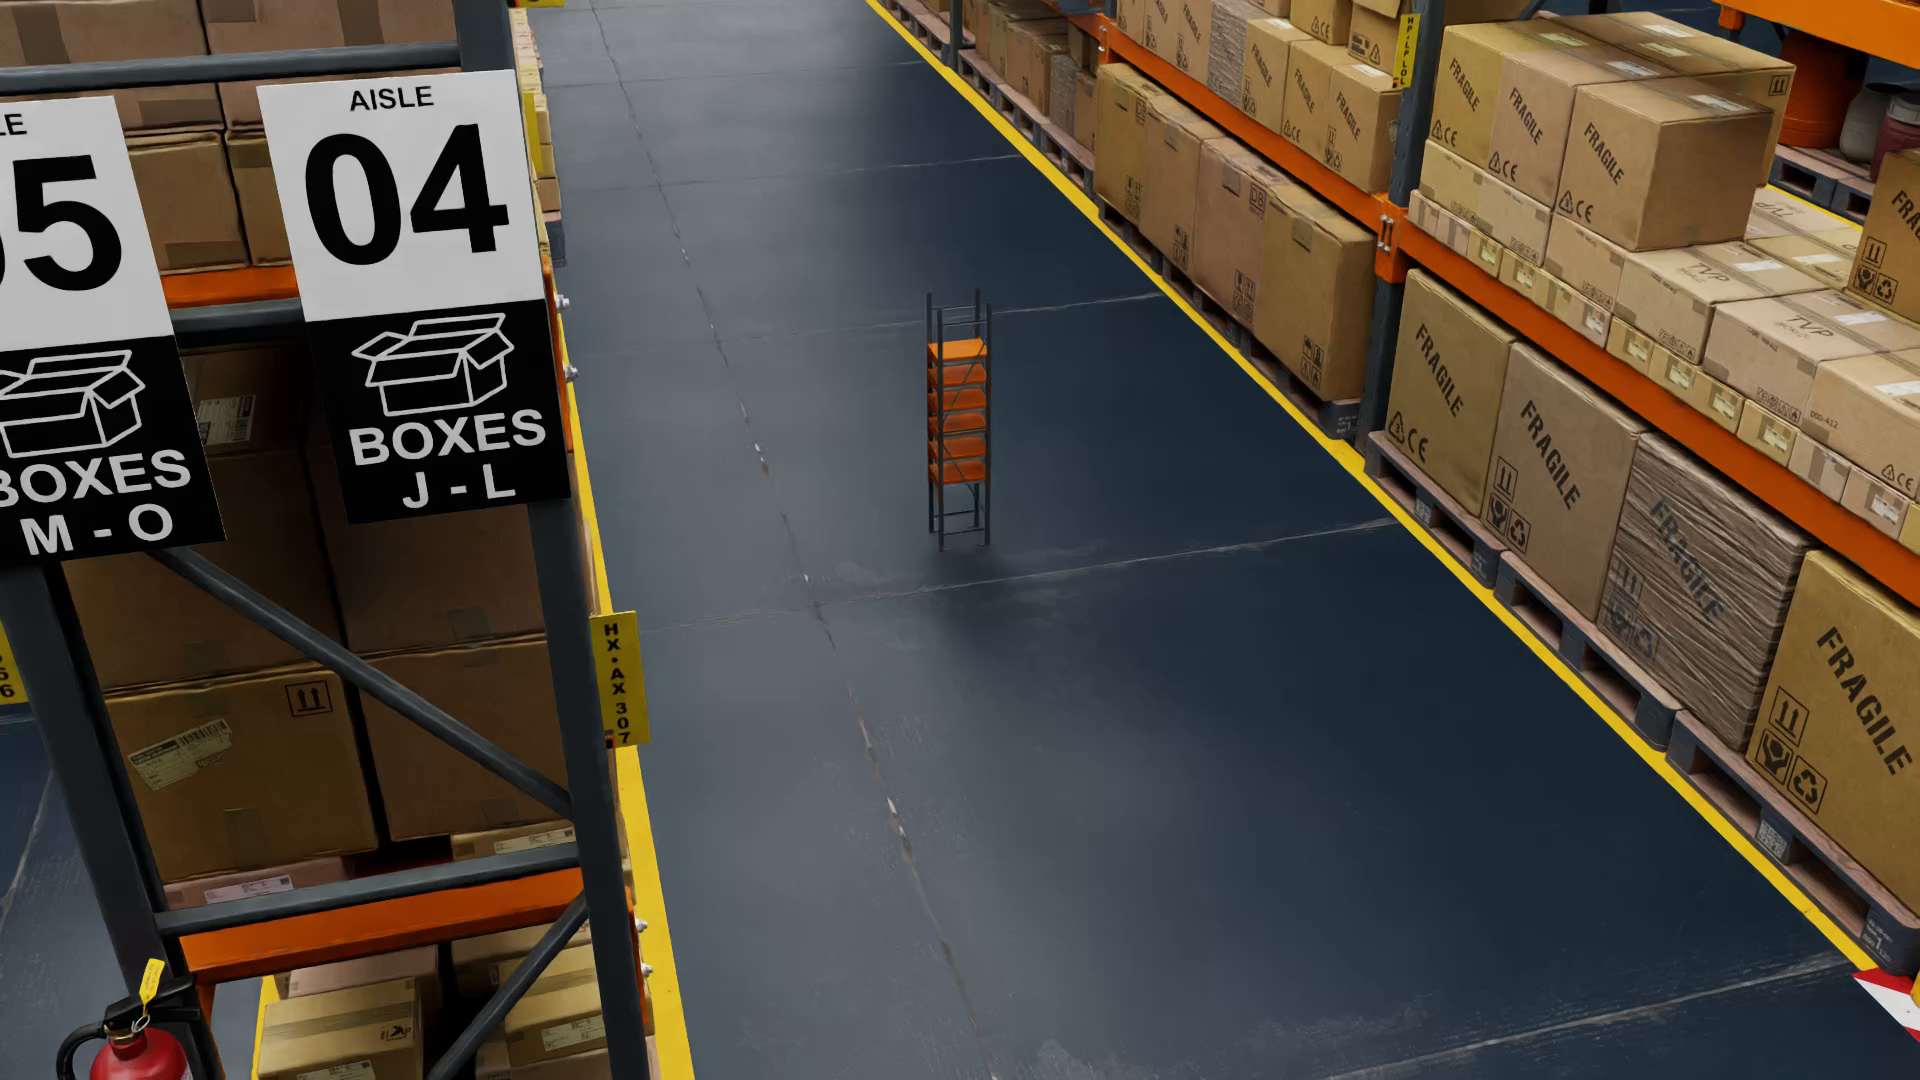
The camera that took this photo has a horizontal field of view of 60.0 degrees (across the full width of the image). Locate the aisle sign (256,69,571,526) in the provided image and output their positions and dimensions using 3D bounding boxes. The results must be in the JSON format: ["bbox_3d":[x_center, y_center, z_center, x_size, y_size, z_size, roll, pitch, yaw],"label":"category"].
[{"bbox_3d":[-0.910,-0.394,2.841,0.394,0.787,0.004,-8,31,-13],"label":"aisle sign"}]

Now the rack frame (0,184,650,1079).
[{"bbox_3d":[-1.219,0.736,3.484,1.000,3.000,0.127,-8,31,-13],"label":"rack frame"}]

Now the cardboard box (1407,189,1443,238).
[{"bbox_3d":[2.286,-1.511,7.617,0.380,0.149,0.250,-8,31,-13],"label":"cardboard box"}]

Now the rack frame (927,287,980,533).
[{"bbox_3d":[-0.028,-0.570,7.538,0.240,1.200,0.006,-8,31,-13],"label":"rack frame"}]

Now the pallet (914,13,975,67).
[{"bbox_3d":[0.193,-4.783,15.803,1.003,0.211,1.213,-8,31,-13],"label":"pallet"}]

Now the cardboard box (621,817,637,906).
[{"bbox_3d":[-1.163,0.976,4.901,0.380,0.149,0.250,-8,31,-13],"label":"cardboard box"}]

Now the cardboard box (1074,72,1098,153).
[{"bbox_3d":[1.269,-3.168,12.285,0.700,0.500,0.500,-9,31,-16],"label":"cardboard box"}]

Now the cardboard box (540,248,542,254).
[{"bbox_3d":[-1.222,-0.364,3.989,0.500,0.500,0.500,-7,31,-12],"label":"cardboard box"}]

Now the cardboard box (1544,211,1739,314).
[{"bbox_3d":[2.671,-1.118,6.541,0.500,0.250,0.500,-7,31,-12],"label":"cardboard box"}]

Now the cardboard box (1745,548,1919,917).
[{"bbox_3d":[3.343,0.565,5.482,0.875,0.875,0.875,-8,31,-13],"label":"cardboard box"}]

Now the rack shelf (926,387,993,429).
[{"bbox_3d":[-0.004,-0.592,7.424,0.258,0.103,0.180,-8,31,-13],"label":"rack shelf"}]

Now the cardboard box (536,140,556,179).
[{"bbox_3d":[-1.942,-1.649,7.139,0.380,0.149,0.250,-7,31,-12],"label":"cardboard box"}]

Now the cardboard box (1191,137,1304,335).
[{"bbox_3d":[2.101,-1.807,9.579,1.225,0.875,0.875,-9,31,-15],"label":"cardboard box"}]

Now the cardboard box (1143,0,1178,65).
[{"bbox_3d":[1.472,-3.262,10.292,0.500,0.500,0.500,-9,31,-15],"label":"cardboard box"}]

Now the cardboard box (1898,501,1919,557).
[{"bbox_3d":[3.107,-0.020,5.040,0.380,0.149,0.250,-8,31,-13],"label":"cardboard box"}]

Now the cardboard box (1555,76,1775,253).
[{"bbox_3d":[2.675,-1.440,6.348,0.500,0.500,0.500,-9,31,-15],"label":"cardboard box"}]

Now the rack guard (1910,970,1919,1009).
[{"bbox_3d":[3.596,1.219,5.145,1.175,0.500,0.348,-8,31,-13],"label":"rack guard"}]

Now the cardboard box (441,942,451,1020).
[{"bbox_3d":[-1.713,1.312,4.916,0.380,0.149,0.250,-8,31,-14],"label":"cardboard box"}]

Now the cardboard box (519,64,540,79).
[{"bbox_3d":[-2.087,-2.036,7.511,0.380,0.149,0.250,-8,31,-13],"label":"cardboard box"}]

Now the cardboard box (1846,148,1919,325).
[{"bbox_3d":[3.447,-1.022,5.625,0.500,0.500,0.500,-9,31,-15],"label":"cardboard box"}]

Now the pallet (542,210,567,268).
[{"bbox_3d":[-2.343,-1.501,7.541,1.003,0.211,1.213,-8,31,-13],"label":"pallet"}]

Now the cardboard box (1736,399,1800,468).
[{"bbox_3d":[2.906,-0.387,5.676,0.380,0.149,0.250,-9,31,-14],"label":"cardboard box"}]

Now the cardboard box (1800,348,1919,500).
[{"bbox_3d":[3.071,-0.382,5.269,0.500,0.250,0.500,-8,31,-14],"label":"cardboard box"}]

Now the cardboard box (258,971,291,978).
[{"bbox_3d":[-1.806,1.071,4.737,0.380,0.149,0.250,-9,31,-14],"label":"cardboard box"}]

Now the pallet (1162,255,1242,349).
[{"bbox_3d":[1.923,-1.553,10.222,1.003,0.211,1.213,-8,31,-13],"label":"pallet"}]

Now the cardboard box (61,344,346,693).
[{"bbox_3d":[-1.580,-0.057,3.459,0.500,0.500,0.500,-8,31,-14],"label":"cardboard box"}]

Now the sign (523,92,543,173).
[{"bbox_3d":[-1.759,-1.646,6.736,0.100,0.325,0.005,-8,31,-13],"label":"sign"}]

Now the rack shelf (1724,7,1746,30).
[{"bbox_3d":[6.773,-3.120,10.864,1.077,0.370,4.000,-8,31,-13],"label":"rack shelf"}]

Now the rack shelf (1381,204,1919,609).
[{"bbox_3d":[3.059,-0.529,6.388,1.077,0.370,4.000,-8,31,-13],"label":"rack shelf"}]

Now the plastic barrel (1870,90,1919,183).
[{"bbox_3d":[6.688,-2.756,11.505,0.600,0.588,0.708,-8,31,-13],"label":"plastic barrel"}]

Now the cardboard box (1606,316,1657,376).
[{"bbox_3d":[2.701,-0.758,6.316,0.380,0.149,0.250,-9,31,-15],"label":"cardboard box"}]

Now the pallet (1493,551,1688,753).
[{"bbox_3d":[2.982,0.368,6.903,1.003,0.211,1.213,-8,31,-13],"label":"pallet"}]

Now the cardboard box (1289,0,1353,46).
[{"bbox_3d":[2.180,-2.924,8.707,0.797,0.503,0.637,-8,31,-13],"label":"cardboard box"}]

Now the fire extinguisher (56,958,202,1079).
[{"bbox_3d":[-1.597,1.114,3.281,0.296,0.674,0.183,-8,31,-13],"label":"fire extinguisher"}]

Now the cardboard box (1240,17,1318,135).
[{"bbox_3d":[1.871,-2.531,9.028,0.500,0.500,0.500,-8,31,-14],"label":"cardboard box"}]

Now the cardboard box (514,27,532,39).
[{"bbox_3d":[-2.286,-2.402,8.144,0.380,0.149,0.250,-7,31,-11],"label":"cardboard box"}]

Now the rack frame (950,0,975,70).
[{"bbox_3d":[0.405,-5.670,14.552,1.000,3.000,0.127,-8,31,-13],"label":"rack frame"}]

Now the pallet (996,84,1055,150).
[{"bbox_3d":[0.940,-3.497,13.582,1.003,0.211,1.213,-8,31,-13],"label":"pallet"}]

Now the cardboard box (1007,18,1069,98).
[{"bbox_3d":[0.804,-3.977,13.682,0.700,0.500,0.500,-11,32,-18],"label":"cardboard box"}]

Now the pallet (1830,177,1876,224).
[{"bbox_3d":[6.812,-2.227,11.387,1.003,0.211,1.213,-8,31,-13],"label":"pallet"}]

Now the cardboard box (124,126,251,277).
[{"bbox_3d":[-1.595,-0.682,3.089,0.500,0.250,0.500,-9,31,-14],"label":"cardboard box"}]

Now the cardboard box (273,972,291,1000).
[{"bbox_3d":[-1.774,1.192,4.827,0.380,0.149,0.250,-9,31,-15],"label":"cardboard box"}]

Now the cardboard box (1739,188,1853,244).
[{"bbox_3d":[3.174,-1.196,6.675,0.500,0.250,0.500,-7,31,-12],"label":"cardboard box"}]

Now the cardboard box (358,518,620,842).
[{"bbox_3d":[-1.072,0.310,3.823,0.500,0.500,0.500,-6,31,-11],"label":"cardboard box"}]

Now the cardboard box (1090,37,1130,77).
[{"bbox_3d":[1.260,-3.491,12.095,0.500,0.250,0.500,-7,31,-11],"label":"cardboard box"}]

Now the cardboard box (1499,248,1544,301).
[{"bbox_3d":[2.498,-1.130,6.959,0.380,0.149,0.250,-9,31,-15],"label":"cardboard box"}]

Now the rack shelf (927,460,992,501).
[{"bbox_3d":[-0.004,-0.280,7.604,0.258,0.103,0.180,-8,31,-13],"label":"rack shelf"}]

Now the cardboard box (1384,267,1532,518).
[{"bbox_3d":[2.626,-0.739,7.735,0.875,0.875,0.875,-8,31,-13],"label":"cardboard box"}]

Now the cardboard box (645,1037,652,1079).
[{"bbox_3d":[-1.049,1.492,4.604,0.380,0.149,0.250,-7,31,-12],"label":"cardboard box"}]

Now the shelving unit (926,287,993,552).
[{"bbox_3d":[-0.004,-0.526,7.462,0.258,1.200,0.189,-8,31,-13],"label":"shelving unit"}]
